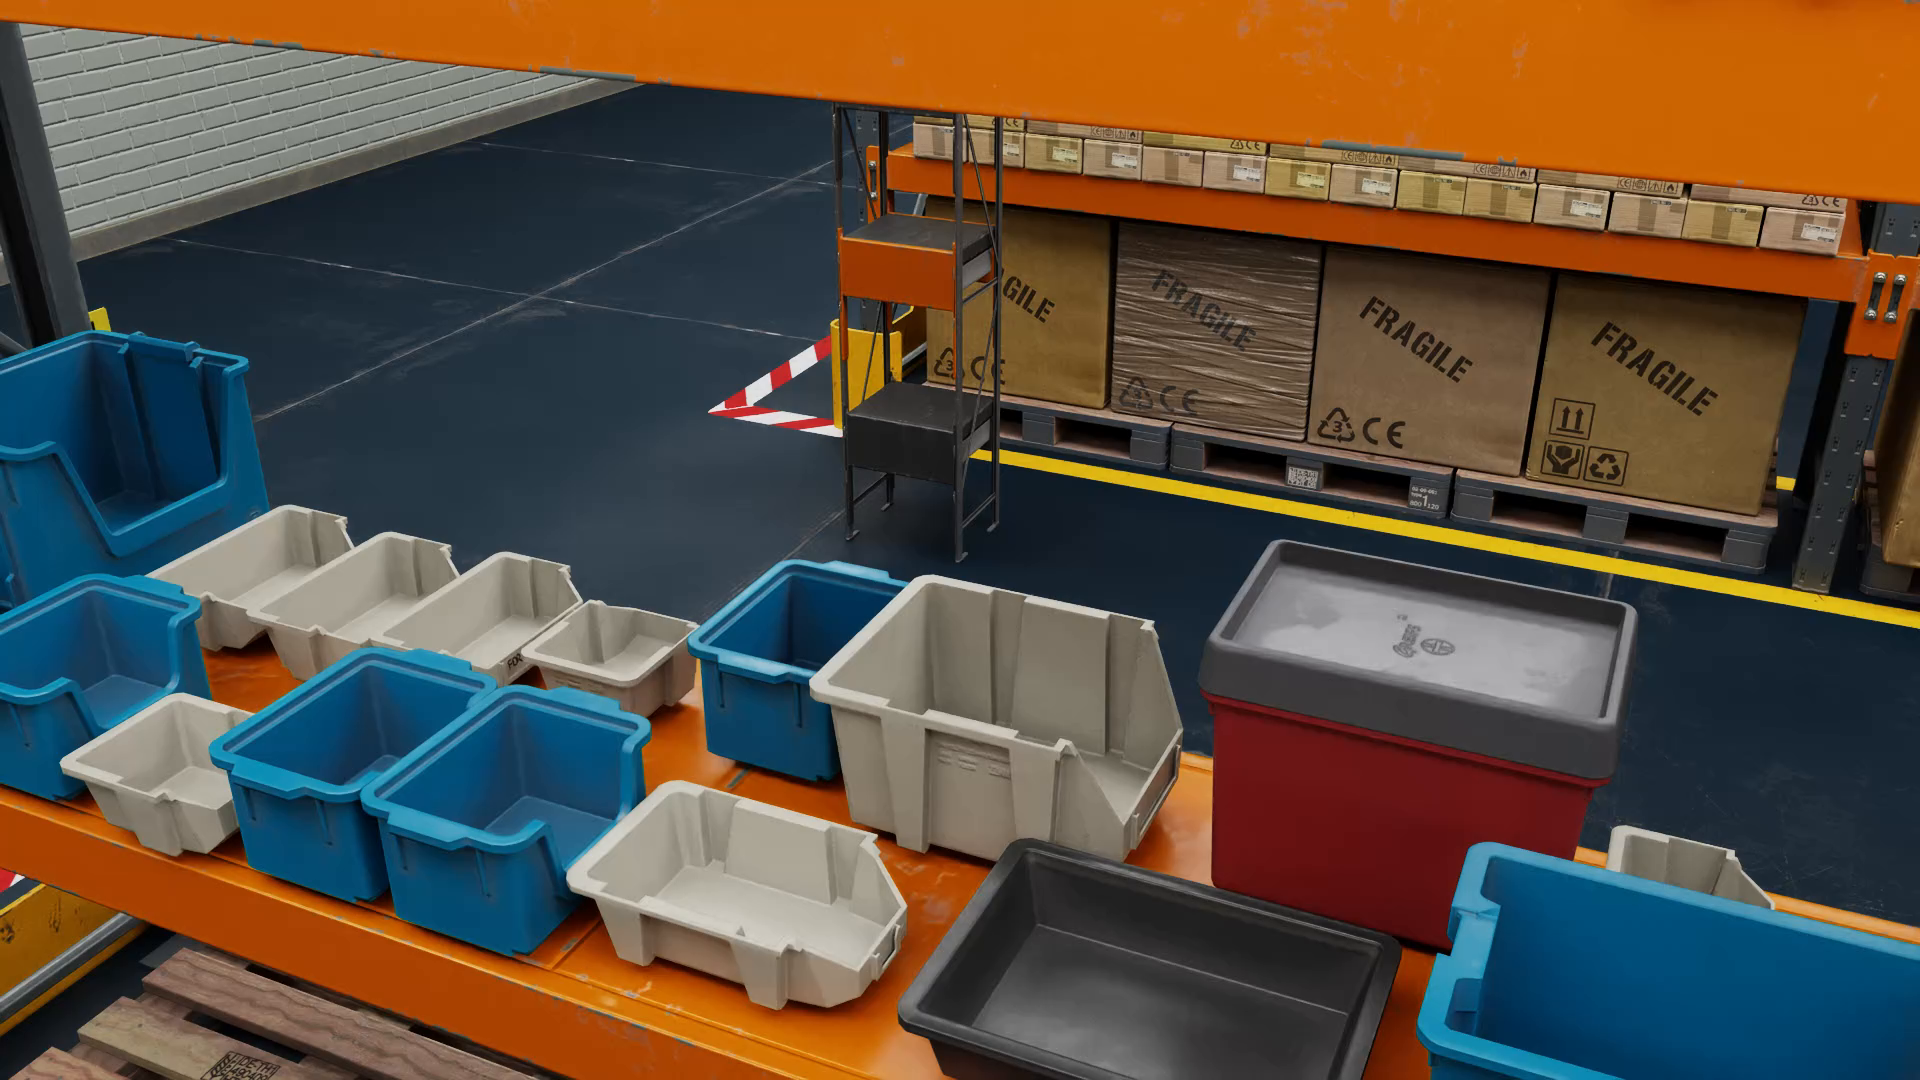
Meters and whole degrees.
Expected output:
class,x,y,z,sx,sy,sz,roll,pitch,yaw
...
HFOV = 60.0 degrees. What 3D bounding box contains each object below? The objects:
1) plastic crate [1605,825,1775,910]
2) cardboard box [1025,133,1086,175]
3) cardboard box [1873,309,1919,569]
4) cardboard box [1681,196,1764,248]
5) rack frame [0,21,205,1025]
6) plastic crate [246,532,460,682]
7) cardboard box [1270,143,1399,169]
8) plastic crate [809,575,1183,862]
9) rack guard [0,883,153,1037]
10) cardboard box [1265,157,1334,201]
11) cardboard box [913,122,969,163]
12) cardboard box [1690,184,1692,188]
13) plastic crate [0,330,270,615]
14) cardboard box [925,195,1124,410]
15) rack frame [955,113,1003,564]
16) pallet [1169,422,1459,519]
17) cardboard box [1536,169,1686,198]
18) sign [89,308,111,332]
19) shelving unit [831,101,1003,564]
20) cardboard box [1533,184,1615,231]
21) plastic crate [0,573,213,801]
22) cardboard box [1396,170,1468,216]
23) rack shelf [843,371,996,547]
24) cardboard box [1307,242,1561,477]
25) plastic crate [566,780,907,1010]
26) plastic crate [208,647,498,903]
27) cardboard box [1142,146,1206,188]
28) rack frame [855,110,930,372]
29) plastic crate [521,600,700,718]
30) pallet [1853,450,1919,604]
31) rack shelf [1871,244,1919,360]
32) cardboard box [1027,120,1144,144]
class,x,y,z,sx,sy,sz,roll,pitch,yaw
plastic crate,1.030,0.596,2.374,0.243,0.136,0.396,11,28,22
cardboard box,0.458,-1.672,7.035,0.250,0.149,0.380,11,28,21
cardboard box,4.036,-0.471,6.240,0.875,0.875,1.225,11,28,22
cardboard box,2.797,-1.203,6.081,0.250,0.149,0.380,12,29,23
rack frame,-2.246,-0.084,3.525,0.127,3.000,1.000,11,28,22
plastic crate,-1.171,0.142,3.296,0.243,0.136,0.396,11,28,22
cardboard box,1.538,-1.667,6.572,0.500,0.250,0.500,11,28,21
plastic crate,0.081,0.320,2.770,0.530,0.282,0.437,11,28,22
rack guard,-2.274,1.038,4.075,0.348,0.500,1.175,11,28,22
cardboard box,1.391,-1.485,6.654,0.250,0.149,0.380,11,28,21
cardboard box,-0.009,-1.765,7.224,0.250,0.149,0.380,12,29,22
cardboard box,2.834,-1.515,6.716,0.250,0.149,0.380,12,29,23
plastic crate,-1.864,-0.141,3.532,0.499,0.435,0.616,11,28,22
cardboard box,0.420,-1.226,7.774,0.875,0.875,0.875,11,28,22
rack frame,0.071,-0.928,6.257,0.015,2.100,0.400,11,28,22
pallet,1.671,-0.486,7.499,1.213,0.211,1.003,11,28,22
cardboard box,2.463,-1.479,6.192,0.500,0.250,0.500,12,29,23
sign,-2.033,-0.382,3.944,0.005,0.325,0.100,11,28,22
shelving unit,-0.151,-0.972,6.348,0.503,2.100,0.431,11,28,22
cardboard box,2.330,-1.297,6.272,0.250,0.149,0.380,12,29,23
plastic crate,-1.559,0.262,2.944,0.300,0.233,0.416,11,28,22
cardboard box,1.862,-1.390,6.463,0.250,0.149,0.380,11,28,21
rack shelf,-0.151,-0.332,6.663,0.480,0.518,0.431,11,28,22
cardboard box,2.058,-0.897,7.106,0.875,0.875,0.875,11,28,22
plastic crate,-0.315,0.541,2.486,0.466,0.136,0.293,11,28,22
plastic crate,-0.959,0.382,2.699,0.300,0.233,0.416,11,28,22
cardboard box,0.927,-1.578,6.844,0.250,0.149,0.380,11,28,21
rack frame,-0.196,-2.076,7.570,0.127,3.000,1.000,11,28,22
plastic crate,-0.630,0.230,3.117,0.250,0.136,0.298,11,28,22
pallet,4.179,0.017,6.476,1.213,0.211,1.003,11,28,22
rack shelf,5.266,-0.656,5.501,4.000,0.370,1.077,11,28,22
cardboard box,0.605,-1.853,6.951,0.500,0.250,0.500,11,28,21
